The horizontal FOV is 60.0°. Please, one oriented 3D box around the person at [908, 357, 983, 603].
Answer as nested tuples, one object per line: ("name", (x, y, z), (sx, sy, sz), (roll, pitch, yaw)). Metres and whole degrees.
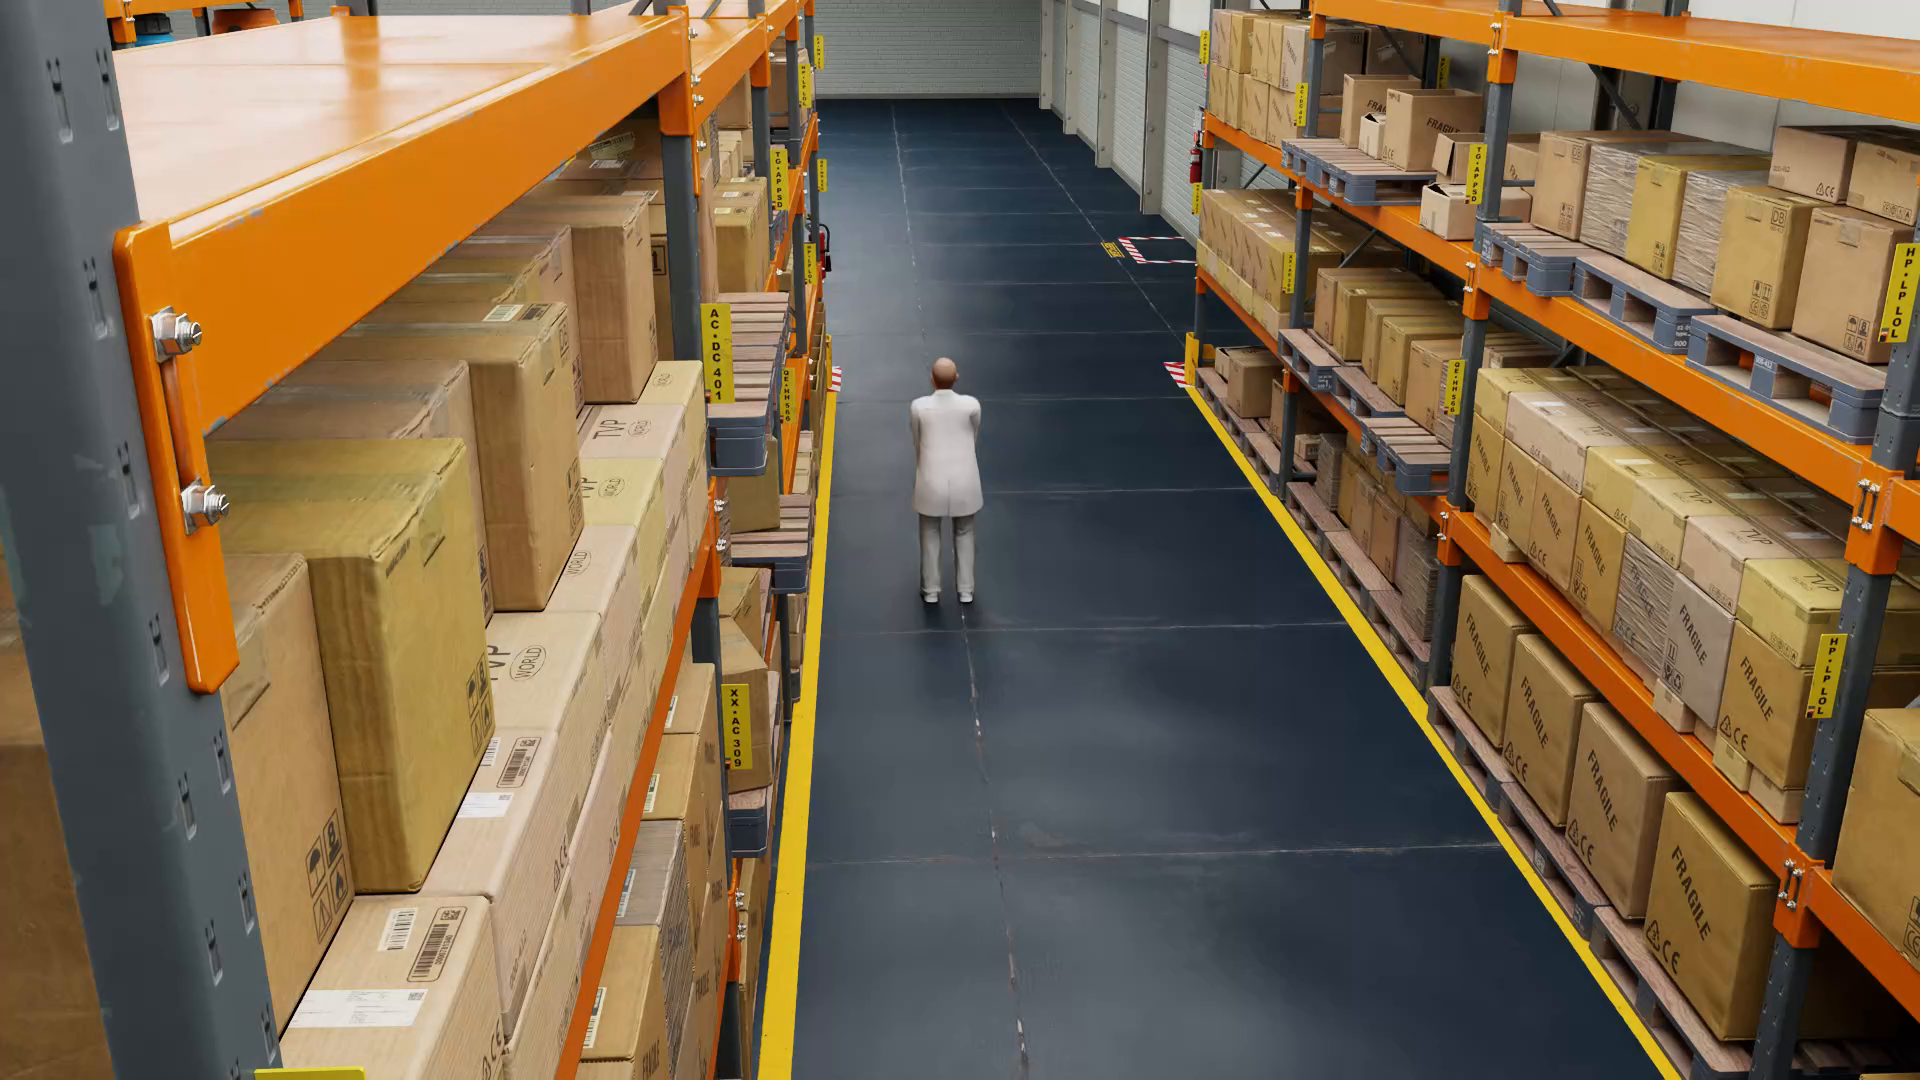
("person", (-0.103, -0.456, 11.850), (0.527, 1.780, 0.551), (-1, 20, -4))
